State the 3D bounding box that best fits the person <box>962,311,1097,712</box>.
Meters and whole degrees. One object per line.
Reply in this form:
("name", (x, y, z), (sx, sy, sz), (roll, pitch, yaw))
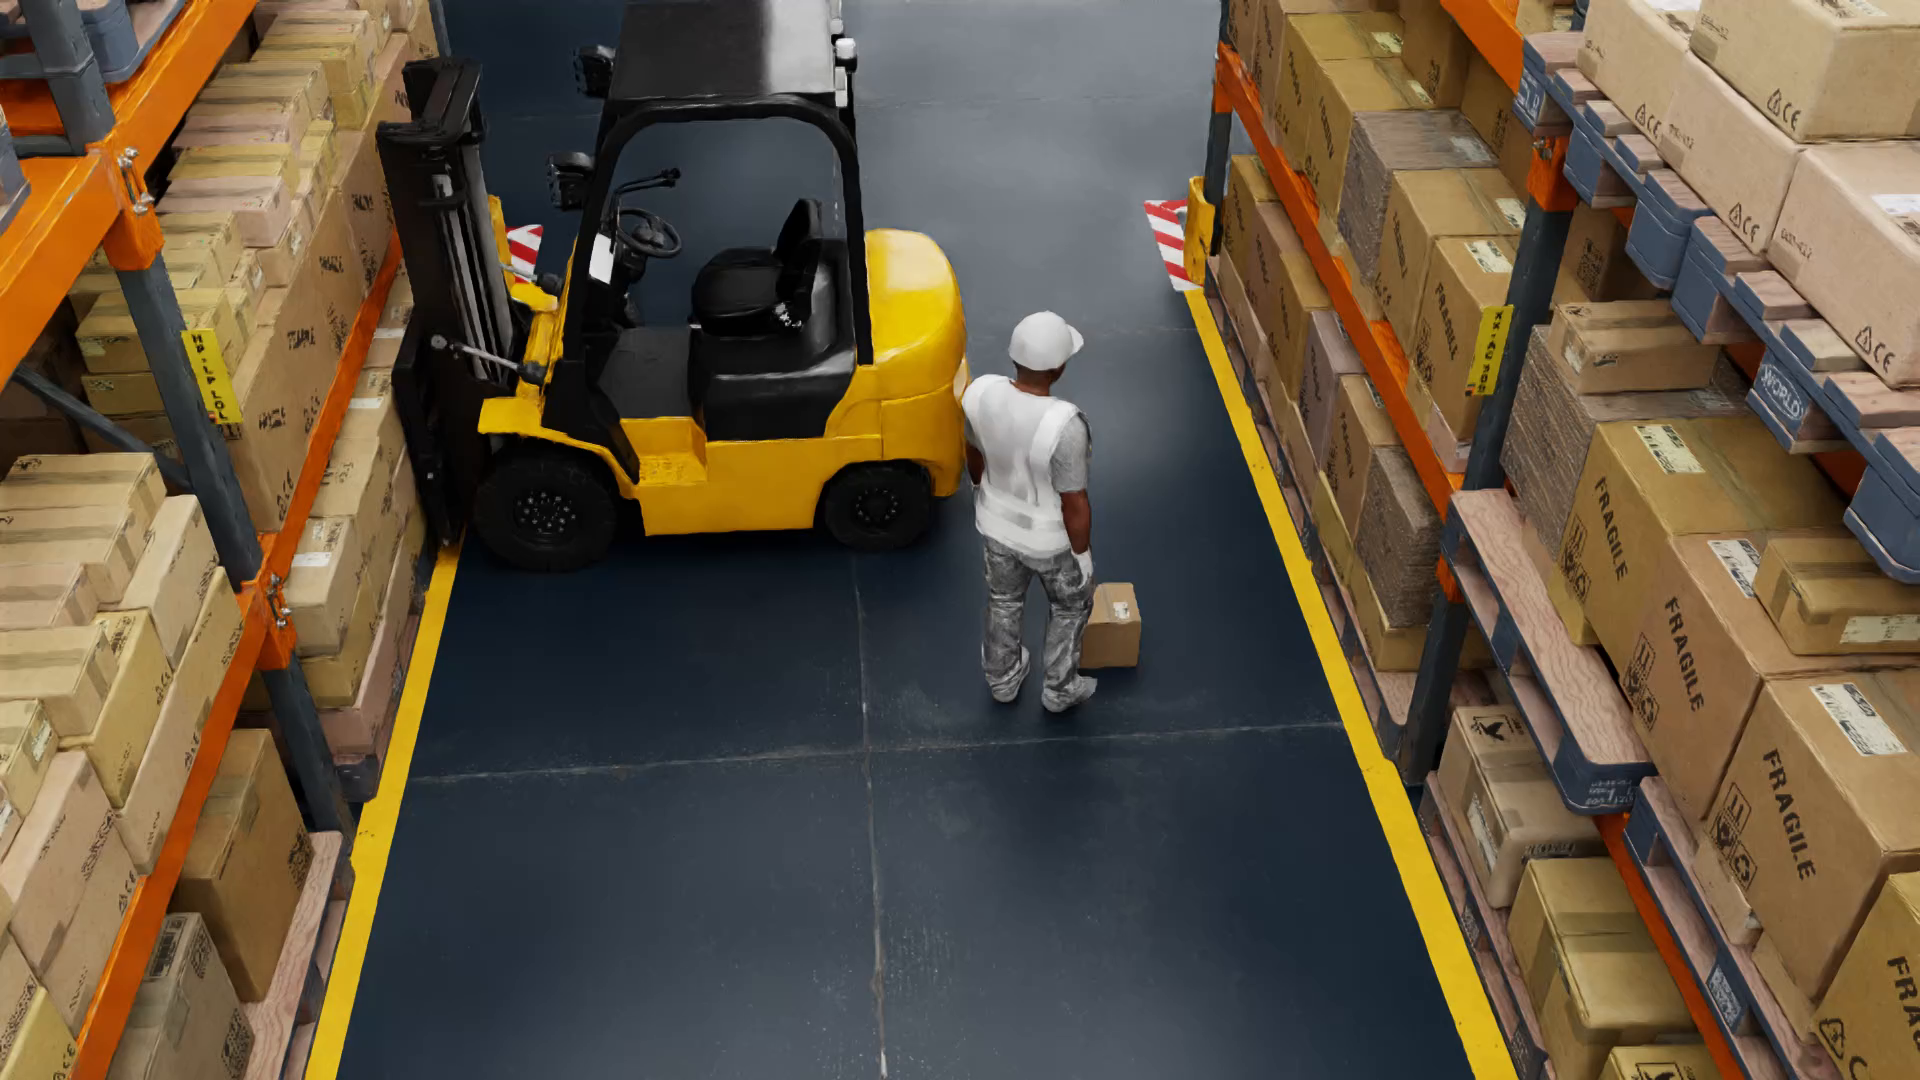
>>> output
("person", (0.283, -0.069, 6.241), (0.631, 1.834, 0.453), (25, 45, 28))
